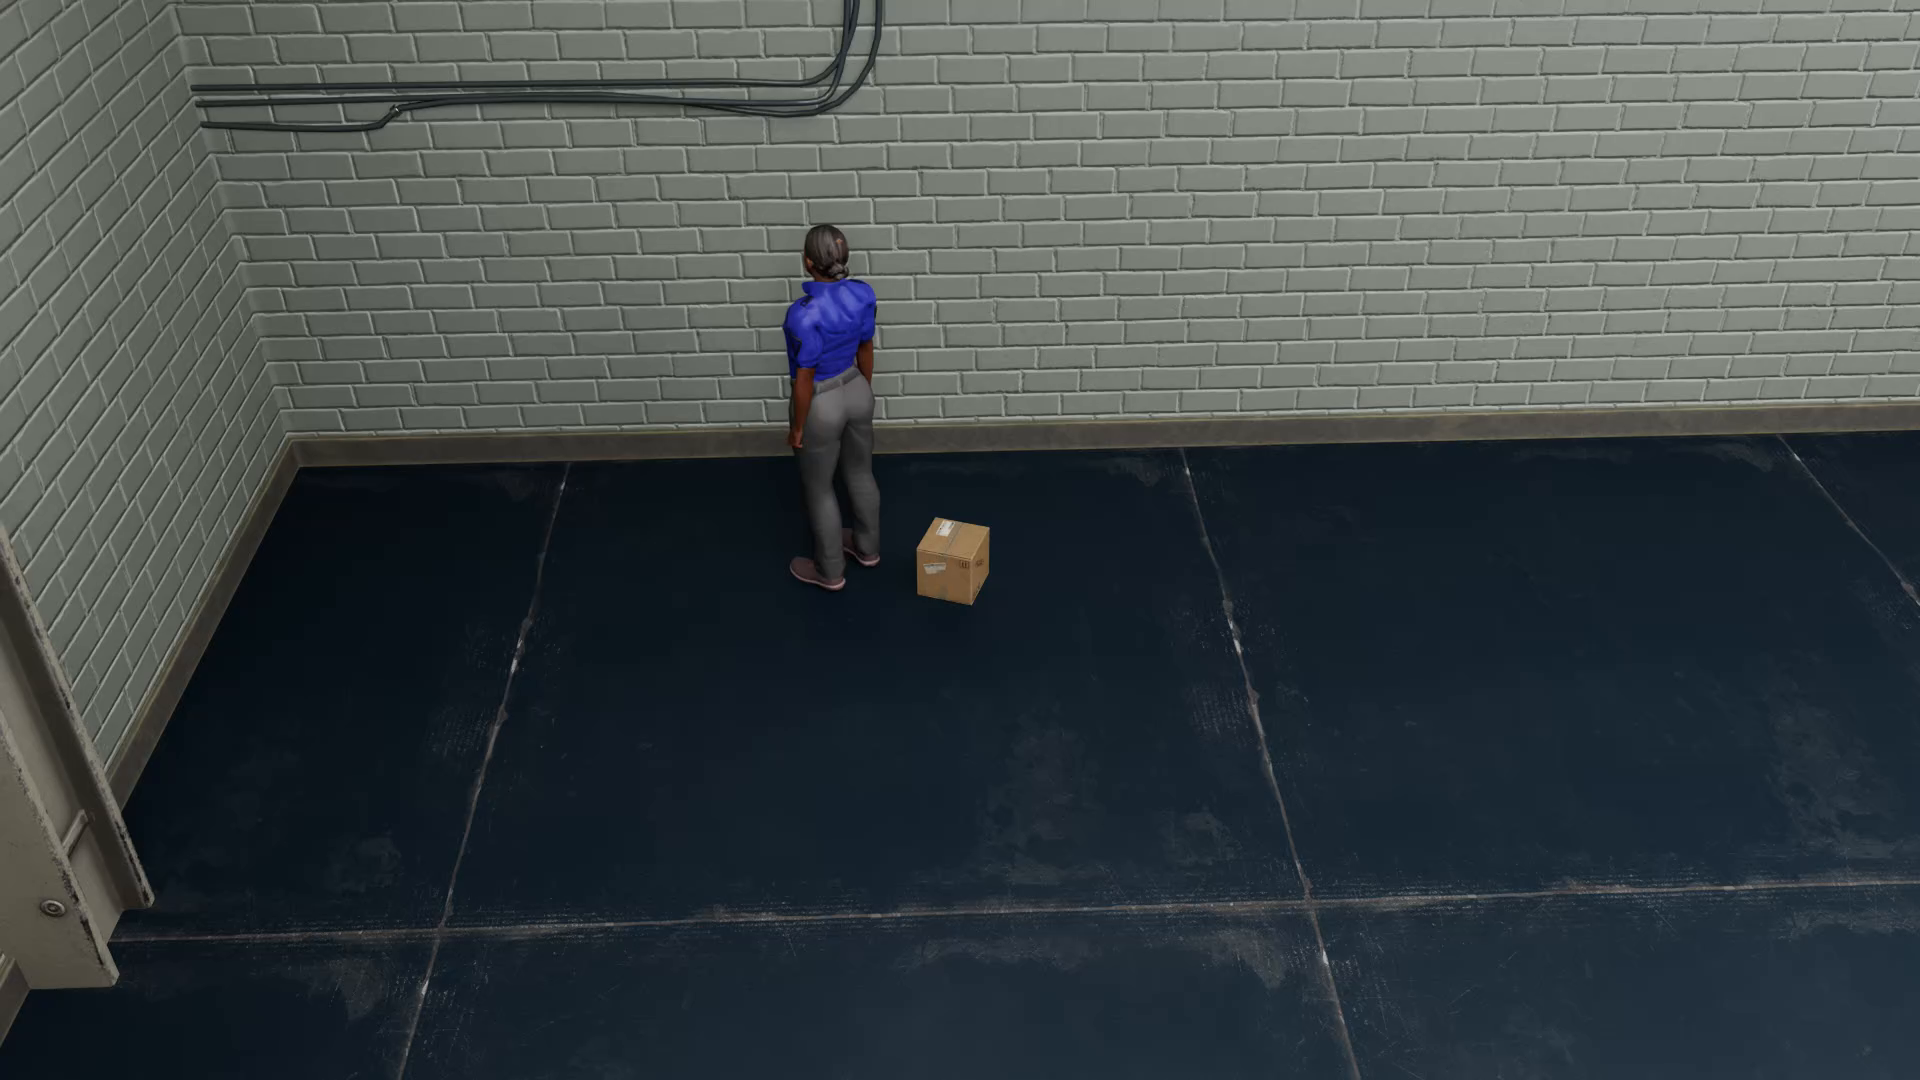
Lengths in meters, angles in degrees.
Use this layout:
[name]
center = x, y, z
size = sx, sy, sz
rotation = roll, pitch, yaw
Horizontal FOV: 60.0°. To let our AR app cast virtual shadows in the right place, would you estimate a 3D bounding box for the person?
[person]
center = -0.547, -0.552, 6.924
size = 0.444, 1.662, 0.331
rotation = -30, 45, -35
